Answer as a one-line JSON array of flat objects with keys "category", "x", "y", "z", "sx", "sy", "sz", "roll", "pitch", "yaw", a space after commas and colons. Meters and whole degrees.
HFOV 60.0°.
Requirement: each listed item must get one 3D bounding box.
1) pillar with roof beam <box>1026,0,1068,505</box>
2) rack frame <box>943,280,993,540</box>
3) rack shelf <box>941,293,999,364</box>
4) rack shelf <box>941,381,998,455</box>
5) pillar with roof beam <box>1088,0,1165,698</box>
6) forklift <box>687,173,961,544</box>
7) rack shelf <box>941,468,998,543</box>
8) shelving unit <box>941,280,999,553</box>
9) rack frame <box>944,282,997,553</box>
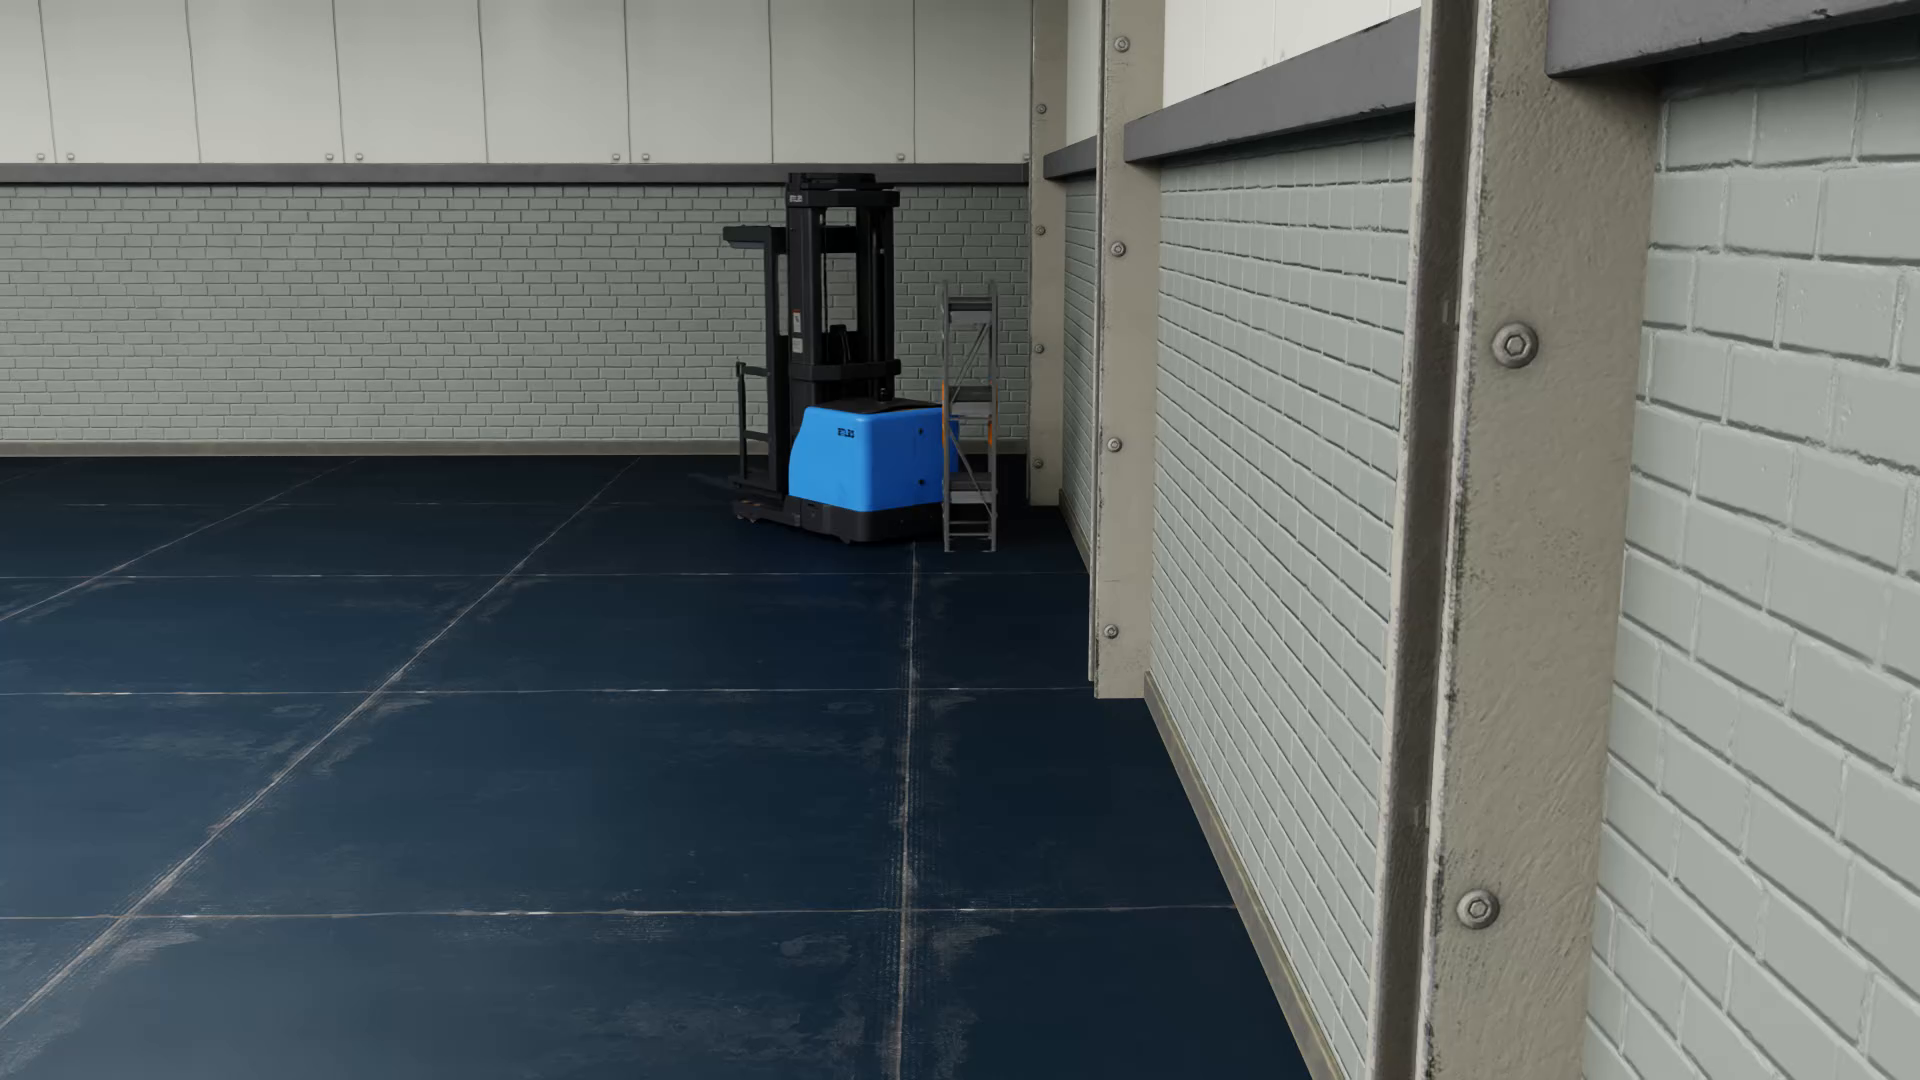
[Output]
[{"category": "pillar with roof beam", "x": -3.527, "y": -4.747, "z": 14.325, "sx": 9.100, "sy": 9.000, "sz": 0.400, "roll": 0, "pitch": 11, "yaw": -1}, {"category": "rack frame", "x": 0.064, "y": -1.029, "z": 13.351, "sx": 0.400, "sy": 2.100, "sz": 0.015, "roll": 0, "pitch": 11, "yaw": -2}, {"category": "rack shelf", "x": 0.072, "y": -1.653, "z": 12.975, "sx": 0.431, "sy": 0.518, "sz": 0.480, "roll": 0, "pitch": 11, "yaw": -2}, {"category": "rack shelf", "x": 0.072, "y": -0.967, "z": 13.114, "sx": 0.431, "sy": 0.518, "sz": 0.480, "roll": 0, "pitch": 11, "yaw": -2}, {"category": "pillar with roof beam", "x": -3.403, "y": -3.554, "z": 8.446, "sx": 9.100, "sy": 9.000, "sz": 0.400, "roll": 0, "pitch": 11, "yaw": -1}, {"category": "forklift", "x": -1.318, "y": -1.640, "z": 14.270, "sx": 1.130, "sy": 2.935, "sz": 3.031, "roll": -9, "pitch": 15, "yaw": -39}, {"category": "rack shelf", "x": 0.072, "y": -0.281, "z": 13.254, "sx": 0.431, "sy": 0.518, "sz": 0.480, "roll": 0, "pitch": 11, "yaw": -2}, {"category": "shelving unit", "x": 0.072, "y": -0.981, "z": 13.112, "sx": 0.431, "sy": 2.100, "sz": 0.503, "roll": 0, "pitch": 11, "yaw": -2}, {"category": "rack frame", "x": 0.080, "y": -0.932, "z": 12.873, "sx": 0.400, "sy": 2.100, "sz": 0.015, "roll": 0, "pitch": 11, "yaw": -2}]
